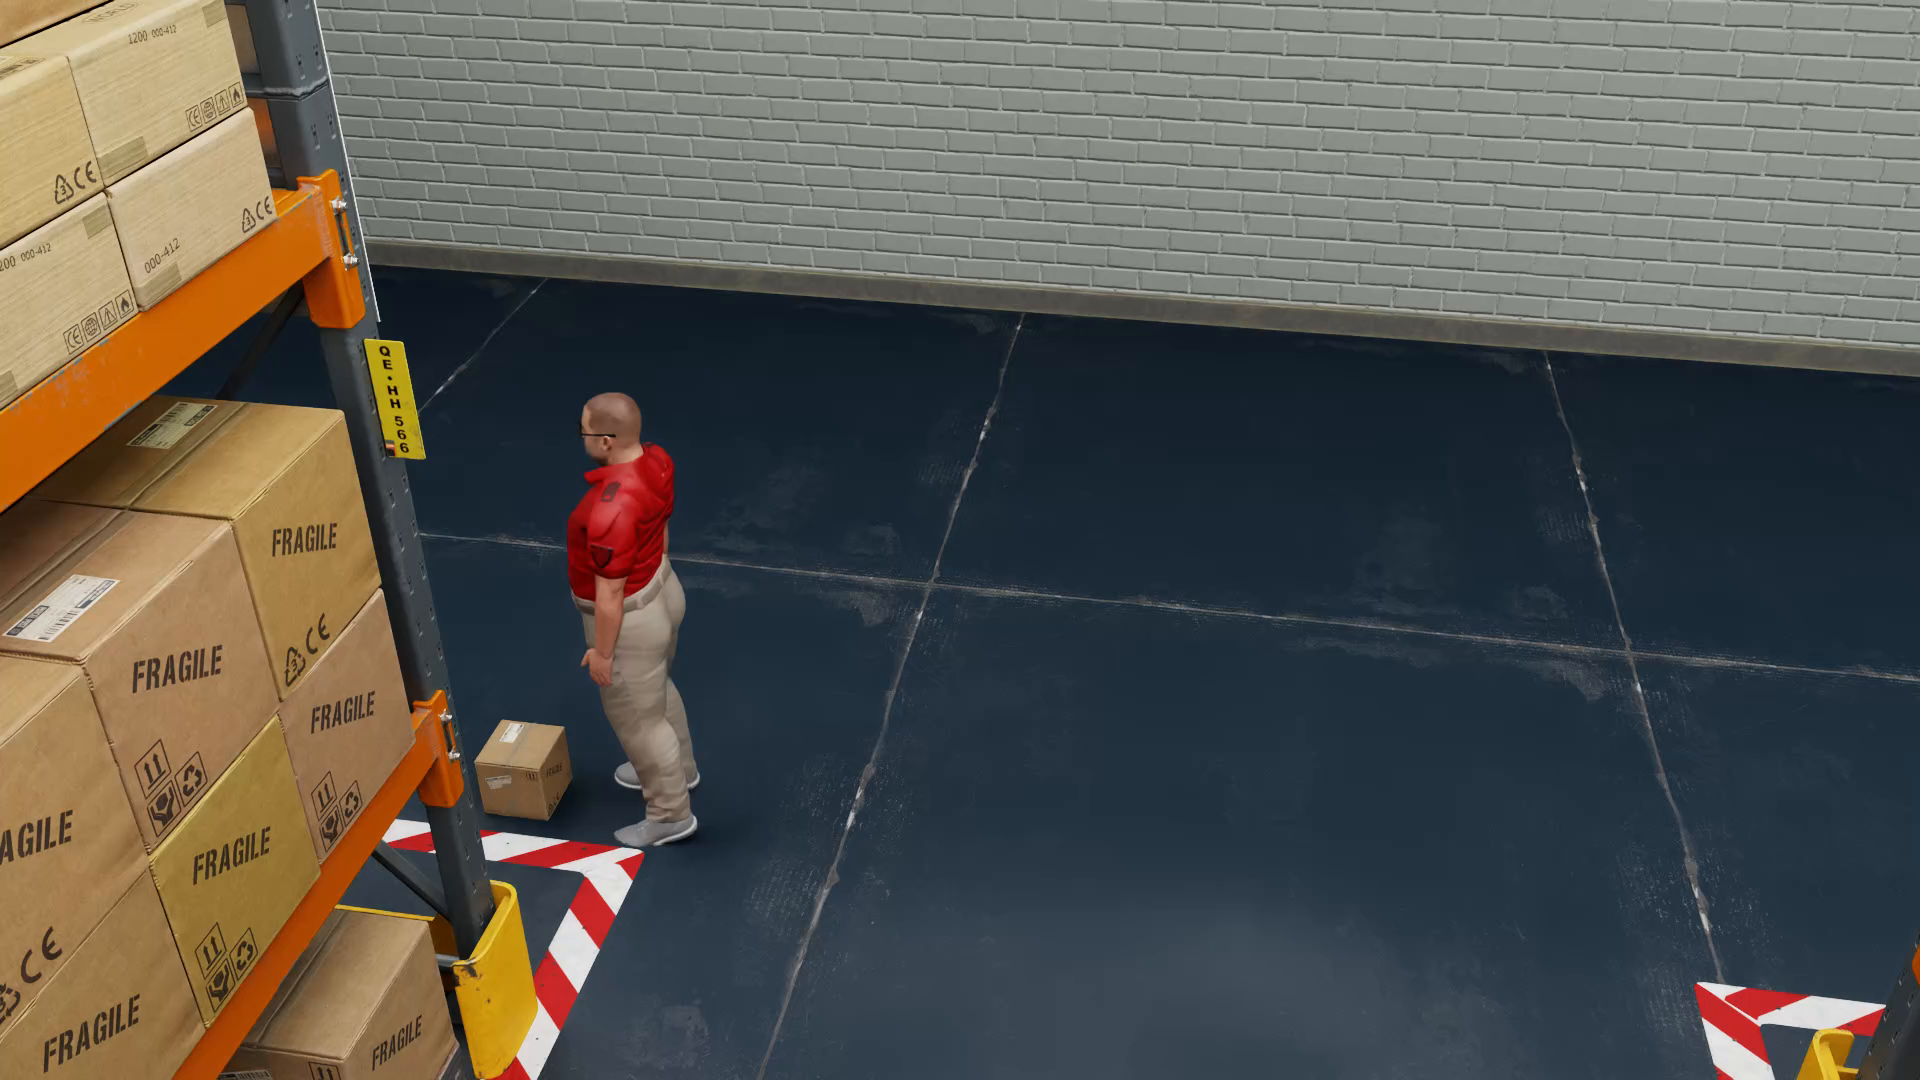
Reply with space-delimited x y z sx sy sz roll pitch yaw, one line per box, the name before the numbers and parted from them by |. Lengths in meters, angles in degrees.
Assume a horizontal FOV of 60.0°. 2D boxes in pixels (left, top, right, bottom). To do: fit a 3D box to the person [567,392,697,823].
person | -1.144 0.239 5.708 0.375 1.650 0.530 5 33 8
